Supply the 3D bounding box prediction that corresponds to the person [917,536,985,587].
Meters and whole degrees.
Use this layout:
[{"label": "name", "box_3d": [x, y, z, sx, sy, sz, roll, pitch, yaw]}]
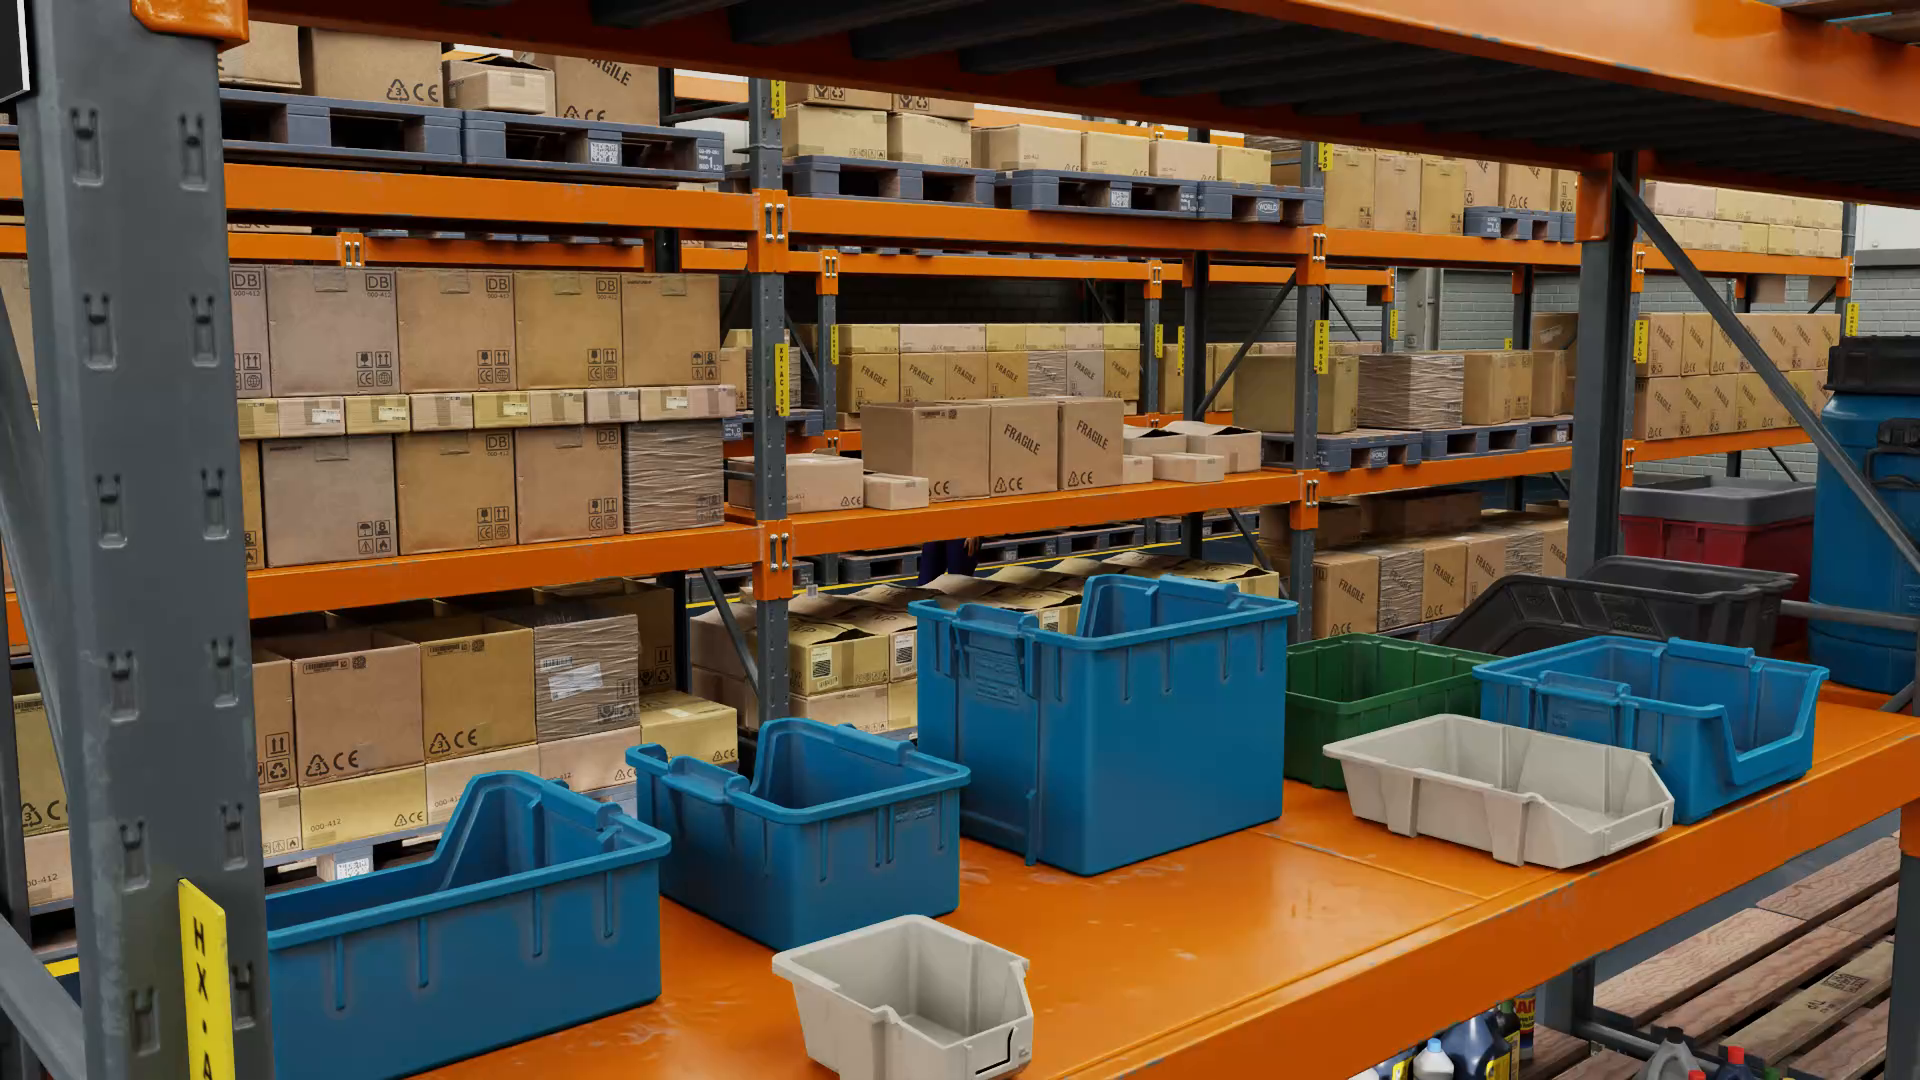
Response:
[{"label": "person", "box_3d": [-0.140, 0.260, 11.166, 0.500, 1.031, 0.525, -7, 10, -41]}]
